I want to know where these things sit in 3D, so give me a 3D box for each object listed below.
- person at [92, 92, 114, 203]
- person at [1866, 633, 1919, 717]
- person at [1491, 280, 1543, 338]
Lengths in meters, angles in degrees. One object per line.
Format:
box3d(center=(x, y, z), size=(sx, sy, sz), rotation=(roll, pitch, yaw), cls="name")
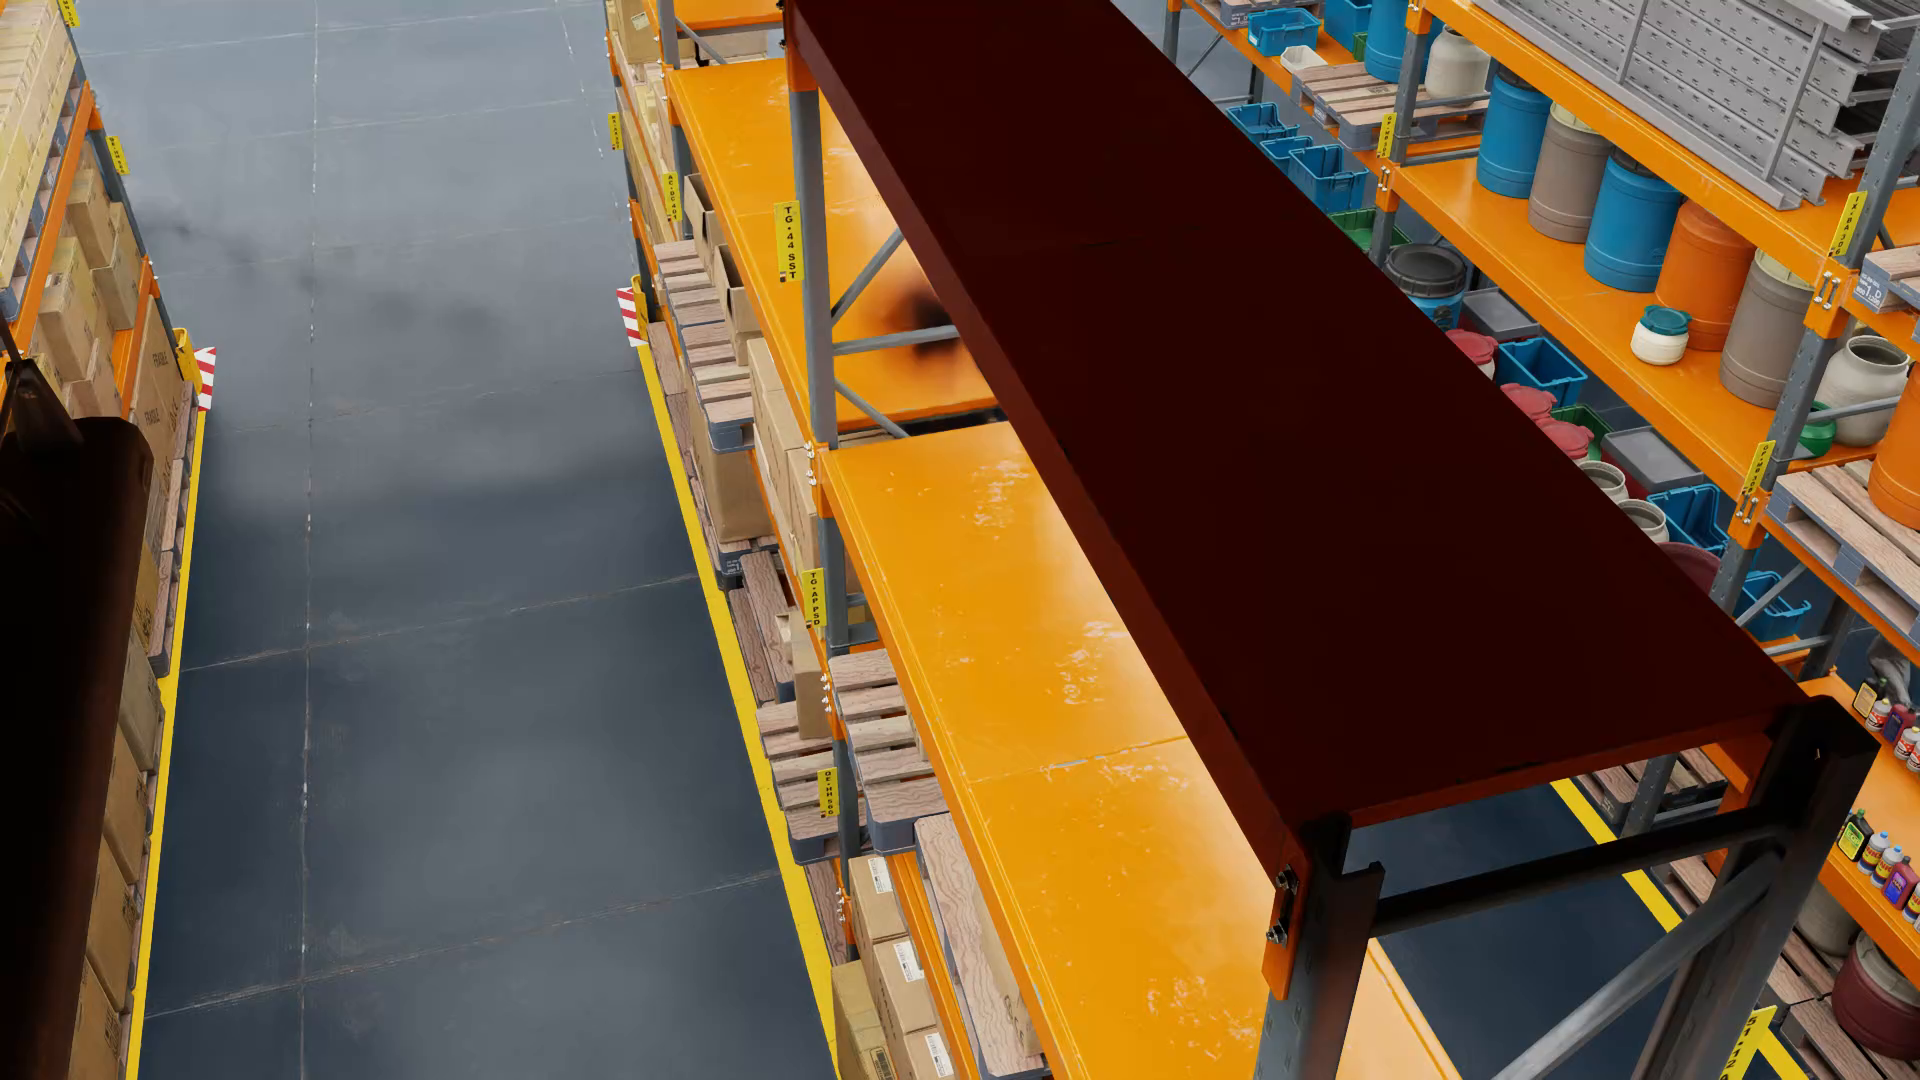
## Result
box3d(center=(-8.913, -4.074, 16.681), size=(0.739, 1.647, 0.523), rotation=(12, 40, 15), cls="person")
box3d(center=(6.256, 0.550, 10.802), size=(0.612, 1.648, 0.533), rotation=(-11, 40, -13), cls="person")
box3d(center=(4.765, -2.072, 14.060), size=(0.663, 1.768, 0.908), rotation=(-9, 39, -12), cls="person")
